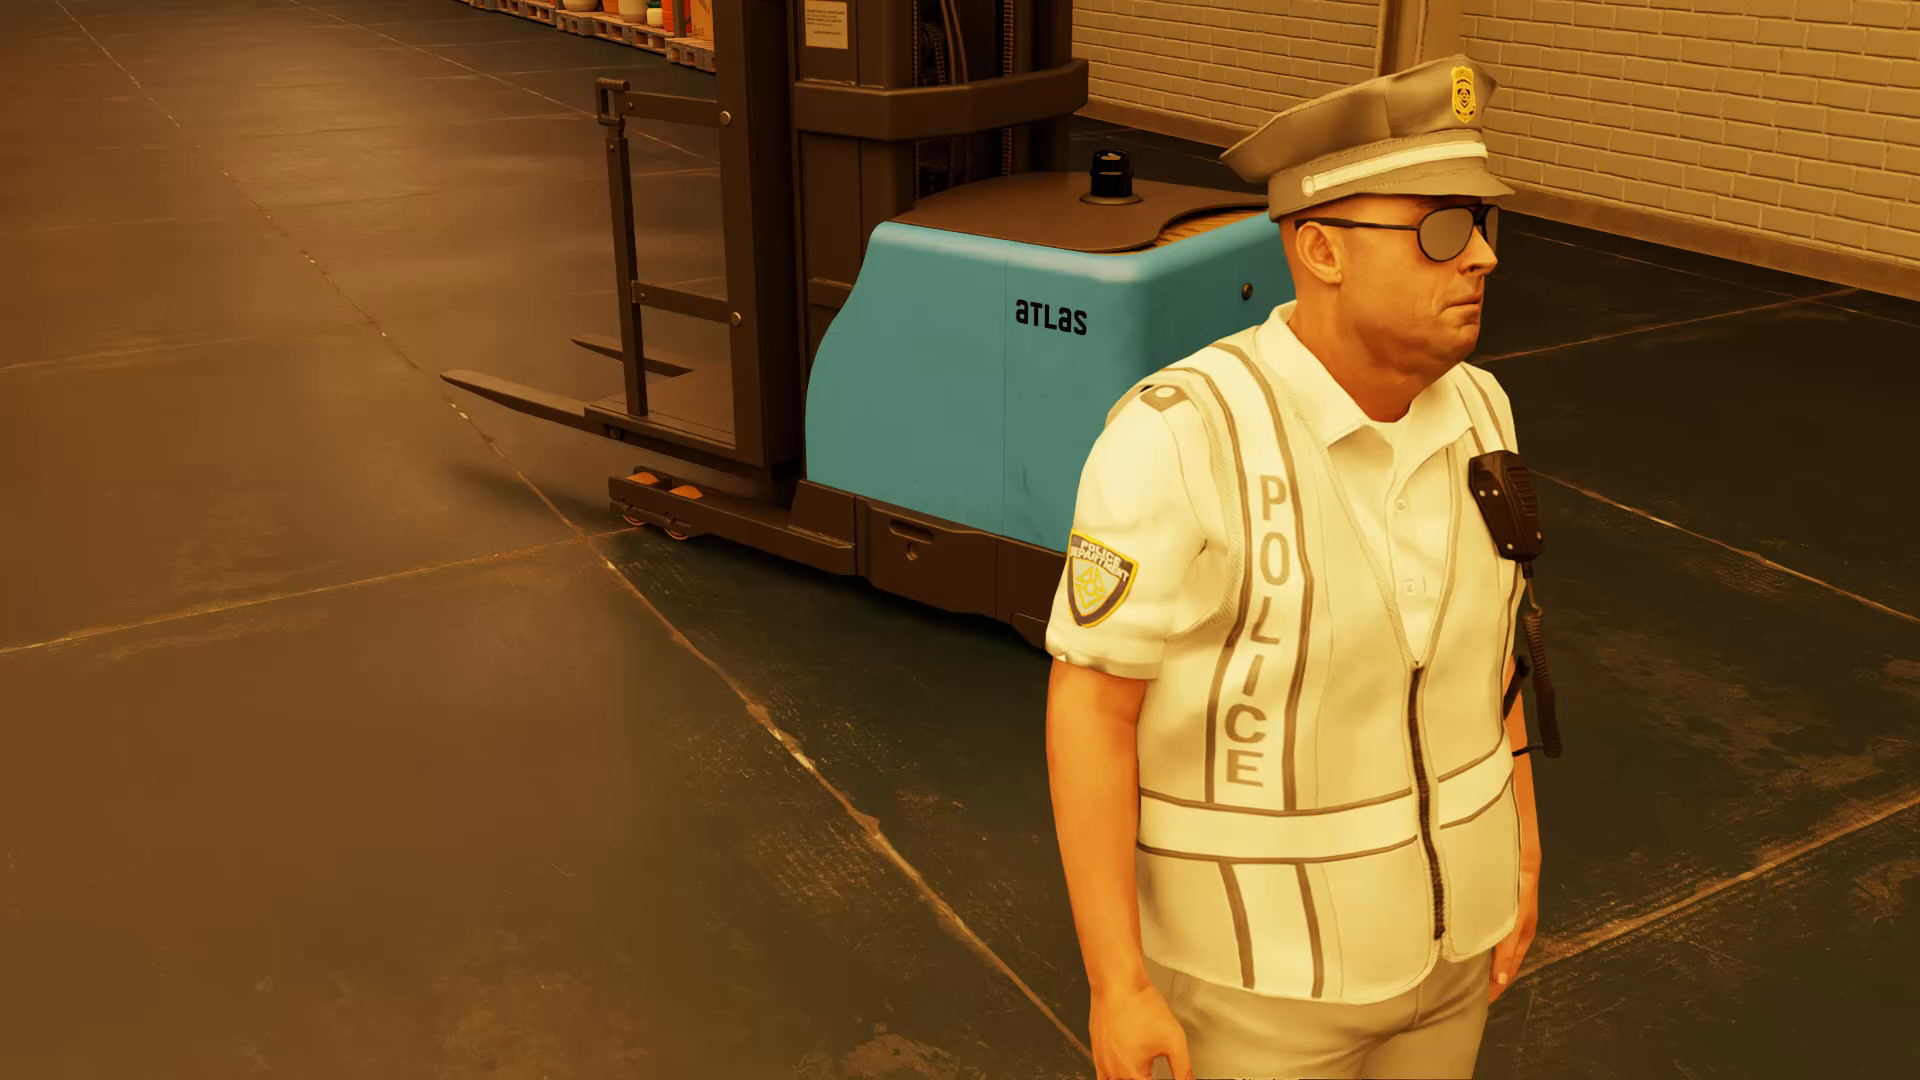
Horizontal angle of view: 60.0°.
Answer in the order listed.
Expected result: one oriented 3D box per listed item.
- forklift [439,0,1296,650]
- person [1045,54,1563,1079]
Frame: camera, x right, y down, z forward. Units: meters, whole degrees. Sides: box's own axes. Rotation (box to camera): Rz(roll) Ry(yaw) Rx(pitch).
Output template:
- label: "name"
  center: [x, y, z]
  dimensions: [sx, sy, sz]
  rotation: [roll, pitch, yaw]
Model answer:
- label: "forklift"
  center: [-0.481, -1.497, 4.922]
  dimensions: [3.031, 2.935, 1.130]
  rotation: [16, 27, 34]
- label: "person"
  center: [0.418, 0.427, 1.736]
  dimensions: [0.628, 1.786, 0.557]
  rotation: [-12, 25, -28]
